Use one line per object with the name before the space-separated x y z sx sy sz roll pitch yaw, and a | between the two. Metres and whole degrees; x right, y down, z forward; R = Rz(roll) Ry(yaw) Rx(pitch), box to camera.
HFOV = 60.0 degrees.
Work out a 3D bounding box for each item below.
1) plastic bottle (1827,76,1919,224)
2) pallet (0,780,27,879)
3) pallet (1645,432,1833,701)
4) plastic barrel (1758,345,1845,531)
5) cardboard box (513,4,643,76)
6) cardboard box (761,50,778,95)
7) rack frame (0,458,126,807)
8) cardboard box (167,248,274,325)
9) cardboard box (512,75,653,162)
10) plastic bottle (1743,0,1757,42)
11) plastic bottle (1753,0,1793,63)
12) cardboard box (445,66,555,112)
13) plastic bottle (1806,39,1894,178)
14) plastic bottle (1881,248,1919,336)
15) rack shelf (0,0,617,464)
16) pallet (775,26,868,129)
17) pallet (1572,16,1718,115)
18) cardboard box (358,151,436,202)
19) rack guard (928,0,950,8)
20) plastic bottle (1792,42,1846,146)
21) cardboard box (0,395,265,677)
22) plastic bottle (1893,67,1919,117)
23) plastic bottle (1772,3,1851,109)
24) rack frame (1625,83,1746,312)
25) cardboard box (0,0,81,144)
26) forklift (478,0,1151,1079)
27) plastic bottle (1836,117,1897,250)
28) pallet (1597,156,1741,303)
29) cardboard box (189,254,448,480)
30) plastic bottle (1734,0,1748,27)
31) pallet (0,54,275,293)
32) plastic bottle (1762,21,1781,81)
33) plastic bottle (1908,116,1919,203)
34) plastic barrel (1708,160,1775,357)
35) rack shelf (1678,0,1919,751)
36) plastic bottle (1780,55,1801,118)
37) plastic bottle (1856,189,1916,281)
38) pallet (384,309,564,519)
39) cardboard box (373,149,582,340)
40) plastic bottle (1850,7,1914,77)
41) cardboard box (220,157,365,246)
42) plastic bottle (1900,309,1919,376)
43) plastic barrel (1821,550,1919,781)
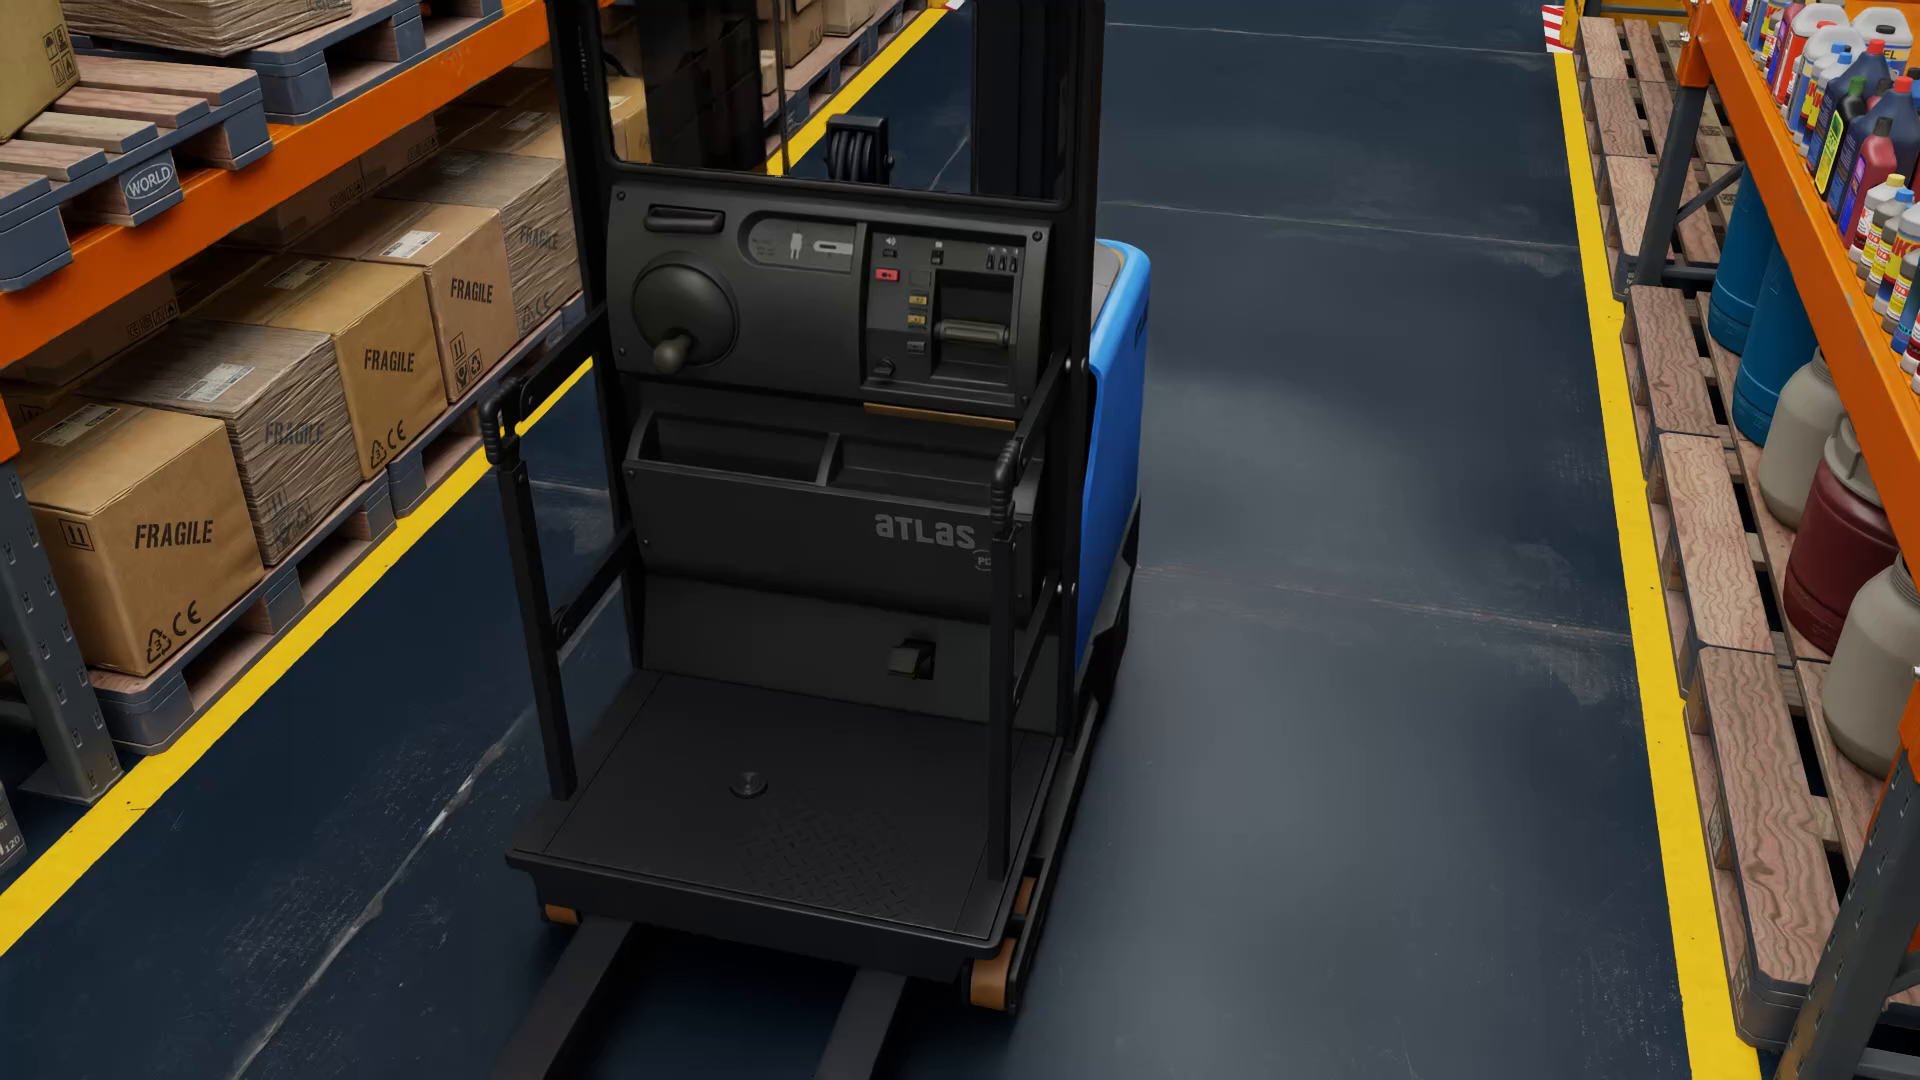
plastic bottle | 2.197 -0.934 3.970 0.144 0.351 0.185 8 33 12
pallet | -2.900 0.905 3.629 1.003 0.211 1.213 8 33 12
pallet | 2.608 0.114 4.874 1.003 0.211 1.213 8 33 12
plastic barrel | 2.588 -0.292 4.841 0.421 0.512 0.421 0 32 0
cardboard box | -1.768 -2.234 7.888 0.500 0.500 0.500 8 33 12
cardboard box | -1.113 -2.398 8.456 0.380 0.166 0.250 8 33 12
rack frame | -2.654 -0.693 3.545 1.000 3.000 0.127 8 33 12
cardboard box | -2.512 -0.610 5.333 0.500 0.500 0.500 7 33 11
cardboard box | -1.487 -1.605 6.898 0.500 0.500 0.500 8 33 12
plastic bottle | 2.576 -1.724 5.286 0.097 0.271 0.097 0 32 0
plastic bottle | 2.517 -1.604 5.097 0.097 0.271 0.097 0 32 0
cardboard box | -1.997 -1.682 7.020 0.500 0.500 0.500 7 33 10
plastic bottle | 2.278 -1.099 4.229 0.144 0.351 0.185 8 33 12
plastic bottle | 2.006 -0.530 3.473 0.097 0.201 0.097 0 32 0
rack shelf | -2.146 -1.428 5.370 1.077 0.370 4.000 8 33 12
pallet | -1.156 -2.584 9.117 1.003 0.211 1.213 8 33 12
pallet | 3.920 -2.569 9.094 1.003 0.211 1.213 8 33 12
cardboard box | -2.256 -1.145 6.176 0.500 0.500 0.500 8 33 13
rack guard | -0.643 -3.750 10.684 1.175 0.500 0.348 8 33 12
plastic bottle | 2.316 -1.193 4.450 0.097 0.271 0.097 0 32 0
cardboard box | -2.262 -0.021 4.408 0.500 0.500 0.500 9 34 14
plastic bottle | 2.406 -1.072 4.261 0.097 0.271 0.097 0 32 0
plastic bottle | 2.431 -1.372 4.727 0.152 0.276 0.135 8 33 12
rack frame | 3.152 -2.093 5.746 1.000 3.000 0.127 8 33 12
cardboard box | -2.603 -1.255 3.943 0.700 0.500 0.500 -3 33 -4
forklift | -0.333 -0.442 3.213 1.130 2.935 3.031 8 33 12
plastic bottle | 2.117 -0.829 3.867 0.061 0.283 0.133 8 33 12
pallet | 3.301 -1.303 7.103 1.003 0.211 1.213 8 33 12
cardboard box | -2.002 -0.553 5.245 0.500 0.500 0.500 8 33 12
plastic bottle | 2.612 -1.842 5.460 0.061 0.283 0.133 8 33 12
pallet | -2.549 -0.974 4.165 1.213 0.211 1.003 8 33 12
plastic bottle | 2.468 -1.473 4.957 0.097 0.201 0.097 0 32 0
plastic bottle | 2.303 -0.905 3.987 0.061 0.283 0.133 8 33 12
plastic barrel | 2.997 -1.104 5.756 0.600 0.901 0.708 8 33 12
rack shelf | 2.644 -0.751 4.306 1.077 0.370 4.000 8 33 12
plastic bottle | 2.375 -1.284 4.658 0.097 0.201 0.097 0 32 0
plastic bottle | 2.080 -0.681 3.711 0.097 0.201 0.097 0 32 0
pallet | -2.116 -0.530 5.887 1.003 0.211 1.213 8 33 12
cardboard box | -1.748 -1.089 6.087 0.500 0.500 0.500 8 33 13
plastic bottle | 2.578 -1.351 4.695 0.152 0.276 0.135 8 33 12
cardboard box | -2.378 -1.219 5.593 0.500 0.250 0.500 7 33 11
plastic bottle | 1.957 -0.429 3.314 0.097 0.201 0.097 0 32 0
plastic barrel | 2.301 0.294 3.919 0.421 0.512 0.421 0 32 0
